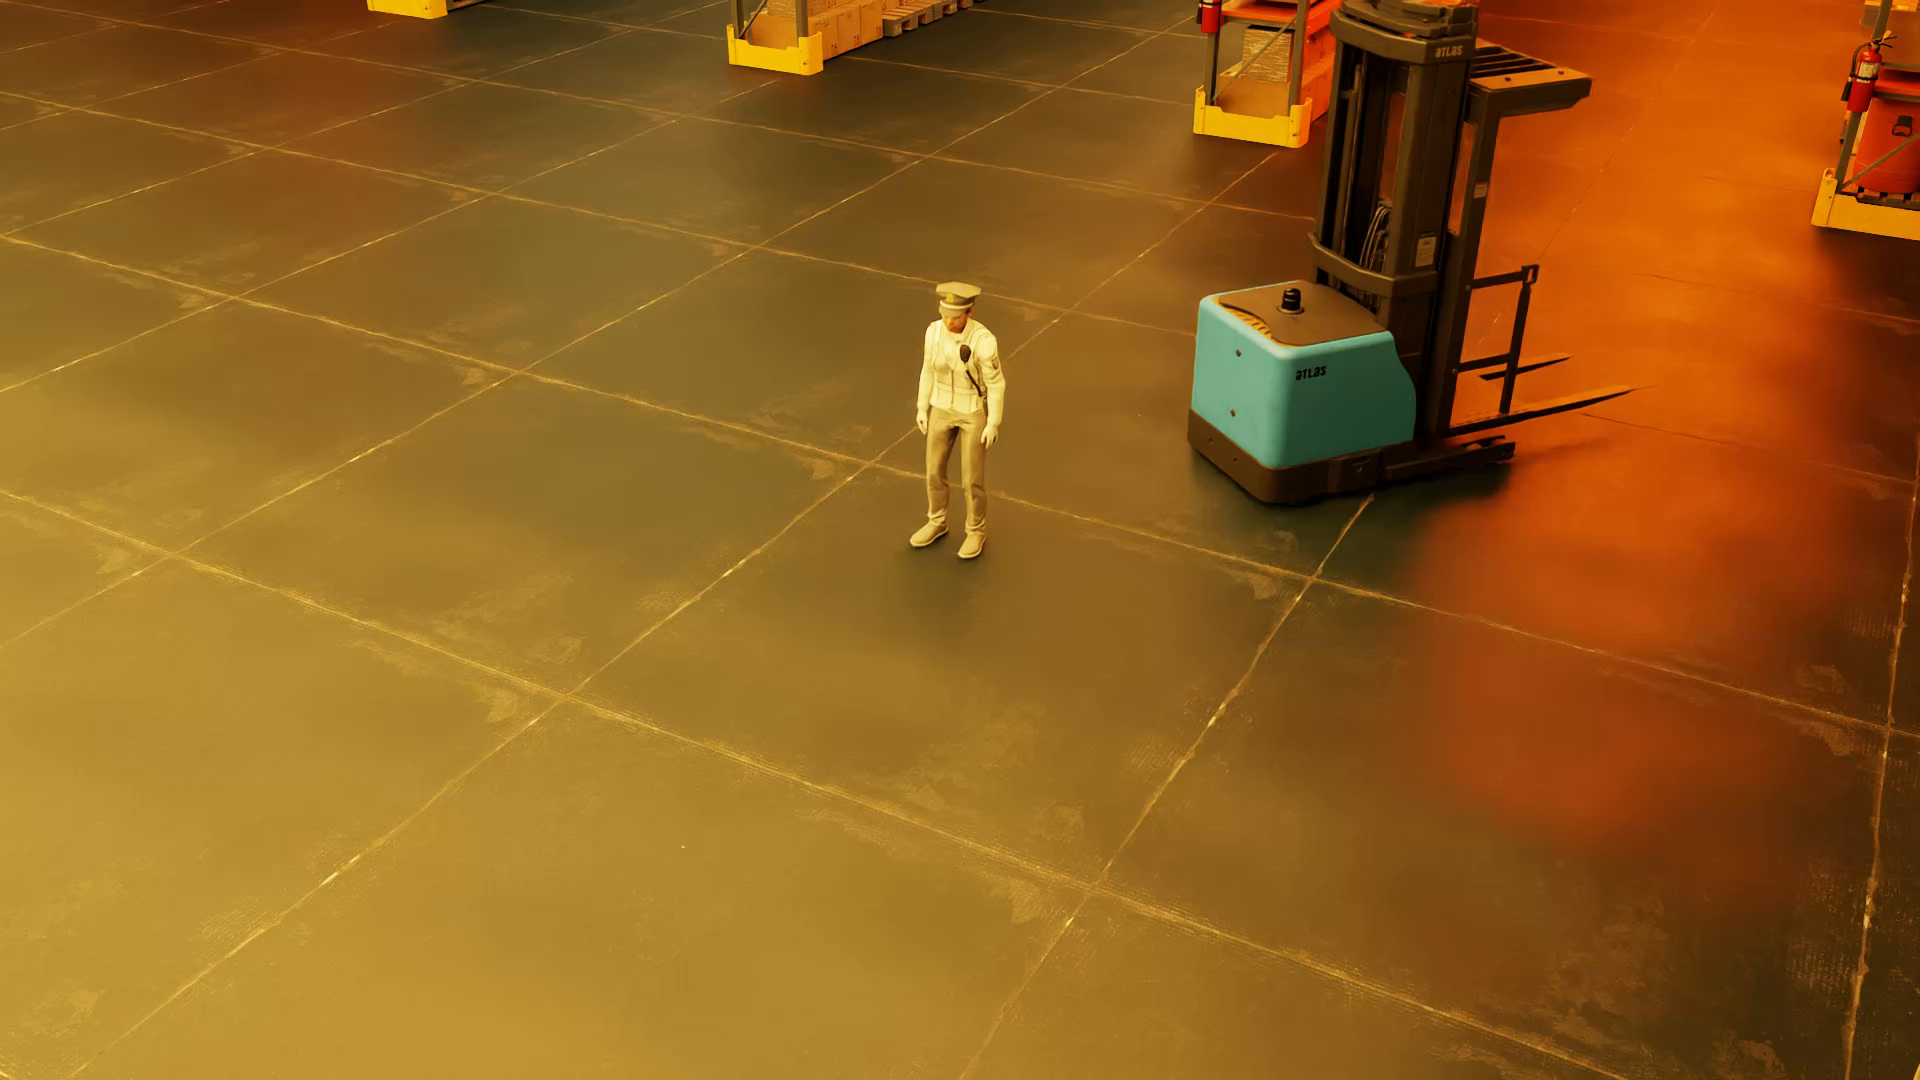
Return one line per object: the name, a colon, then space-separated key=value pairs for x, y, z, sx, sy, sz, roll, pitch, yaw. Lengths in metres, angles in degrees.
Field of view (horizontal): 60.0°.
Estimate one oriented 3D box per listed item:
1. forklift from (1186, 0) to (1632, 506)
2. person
forklift: x=3.064 y=-1.956 z=10.459 sx=3.031 sy=2.935 sz=1.130 roll=-12 pitch=32 yaw=-20
person: x=-0.005 y=-0.704 z=9.561 sx=0.529 sy=1.662 sz=0.372 roll=14 pitch=33 yaw=23
